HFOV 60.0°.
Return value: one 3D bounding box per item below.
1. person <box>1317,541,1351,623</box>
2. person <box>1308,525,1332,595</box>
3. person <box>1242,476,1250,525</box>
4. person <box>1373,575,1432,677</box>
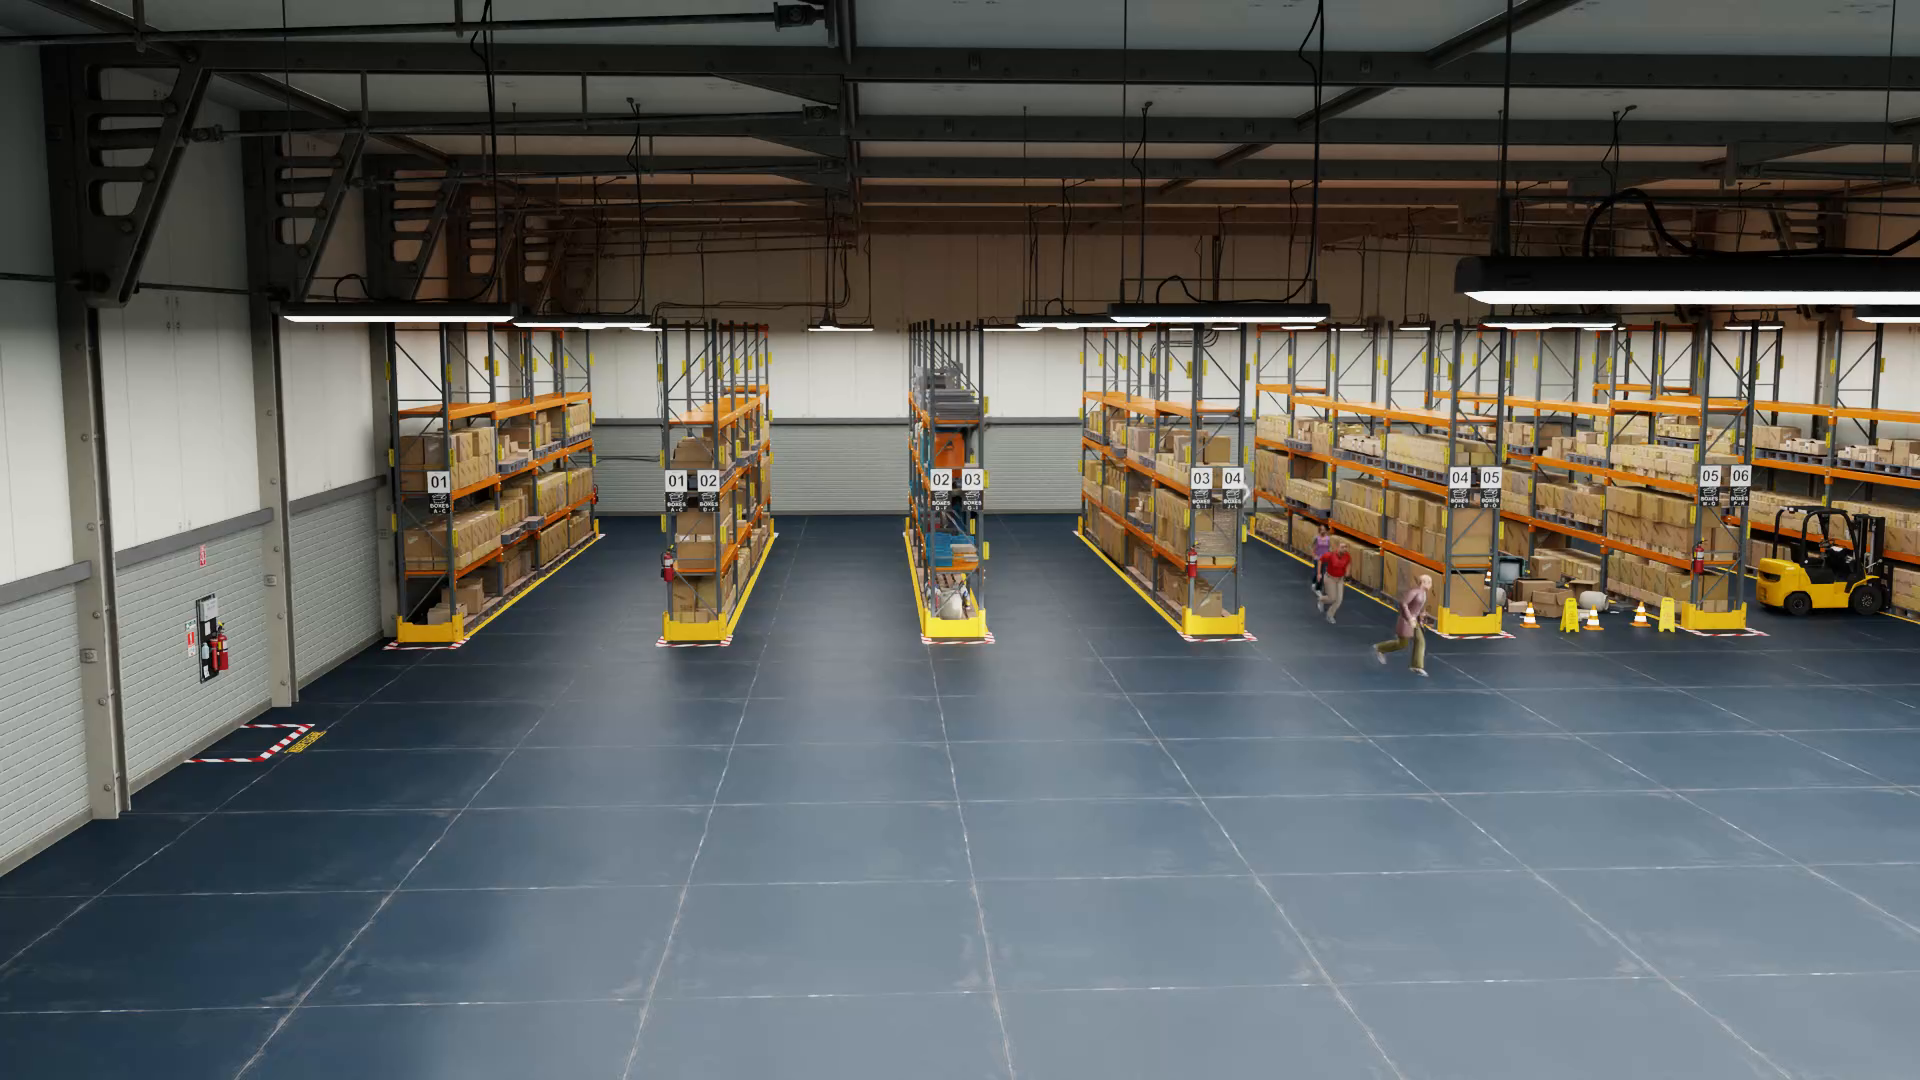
[{"bbox_3d":[7.465,0.828,33.219,0.655,1.661,0.763,-3,8,-24],"label":"person"},{"bbox_3d":[7.932,0.449,36.540,0.516,1.541,0.529,-1,7,-8],"label":"person"},{"bbox_3d":[8.259,-1.095,48.771,0.700,1.707,0.664,-4,8,-30],"label":"person"},{"bbox_3d":[7.534,1.417,28.240,1.026,1.737,0.730,5,9,34],"label":"person"}]
